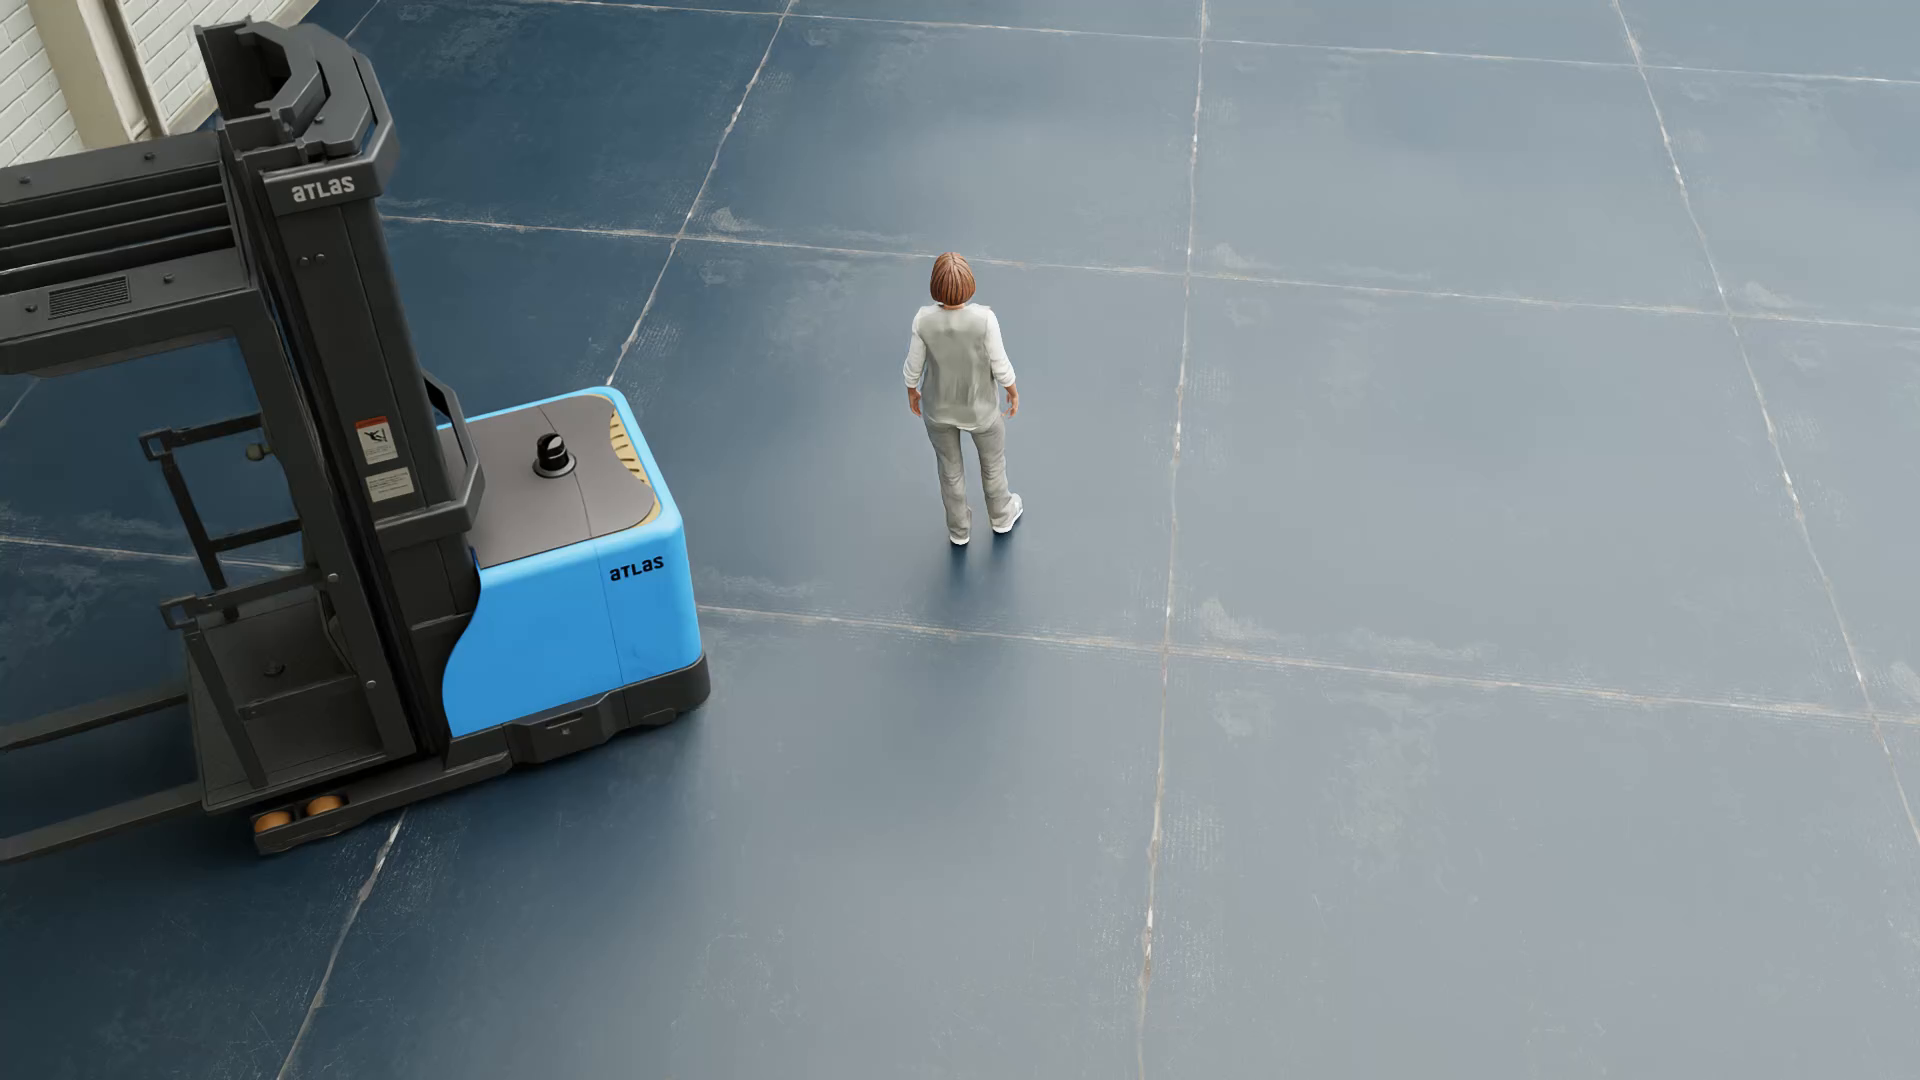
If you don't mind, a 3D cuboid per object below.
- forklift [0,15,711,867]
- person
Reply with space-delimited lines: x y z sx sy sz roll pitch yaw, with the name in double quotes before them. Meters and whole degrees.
"forklift" -2.626 -0.259 6.007 3.031 2.935 1.130 -17 45 -17
"person" 0.024 -0.642 7.398 0.519 1.598 0.474 5 43 6
